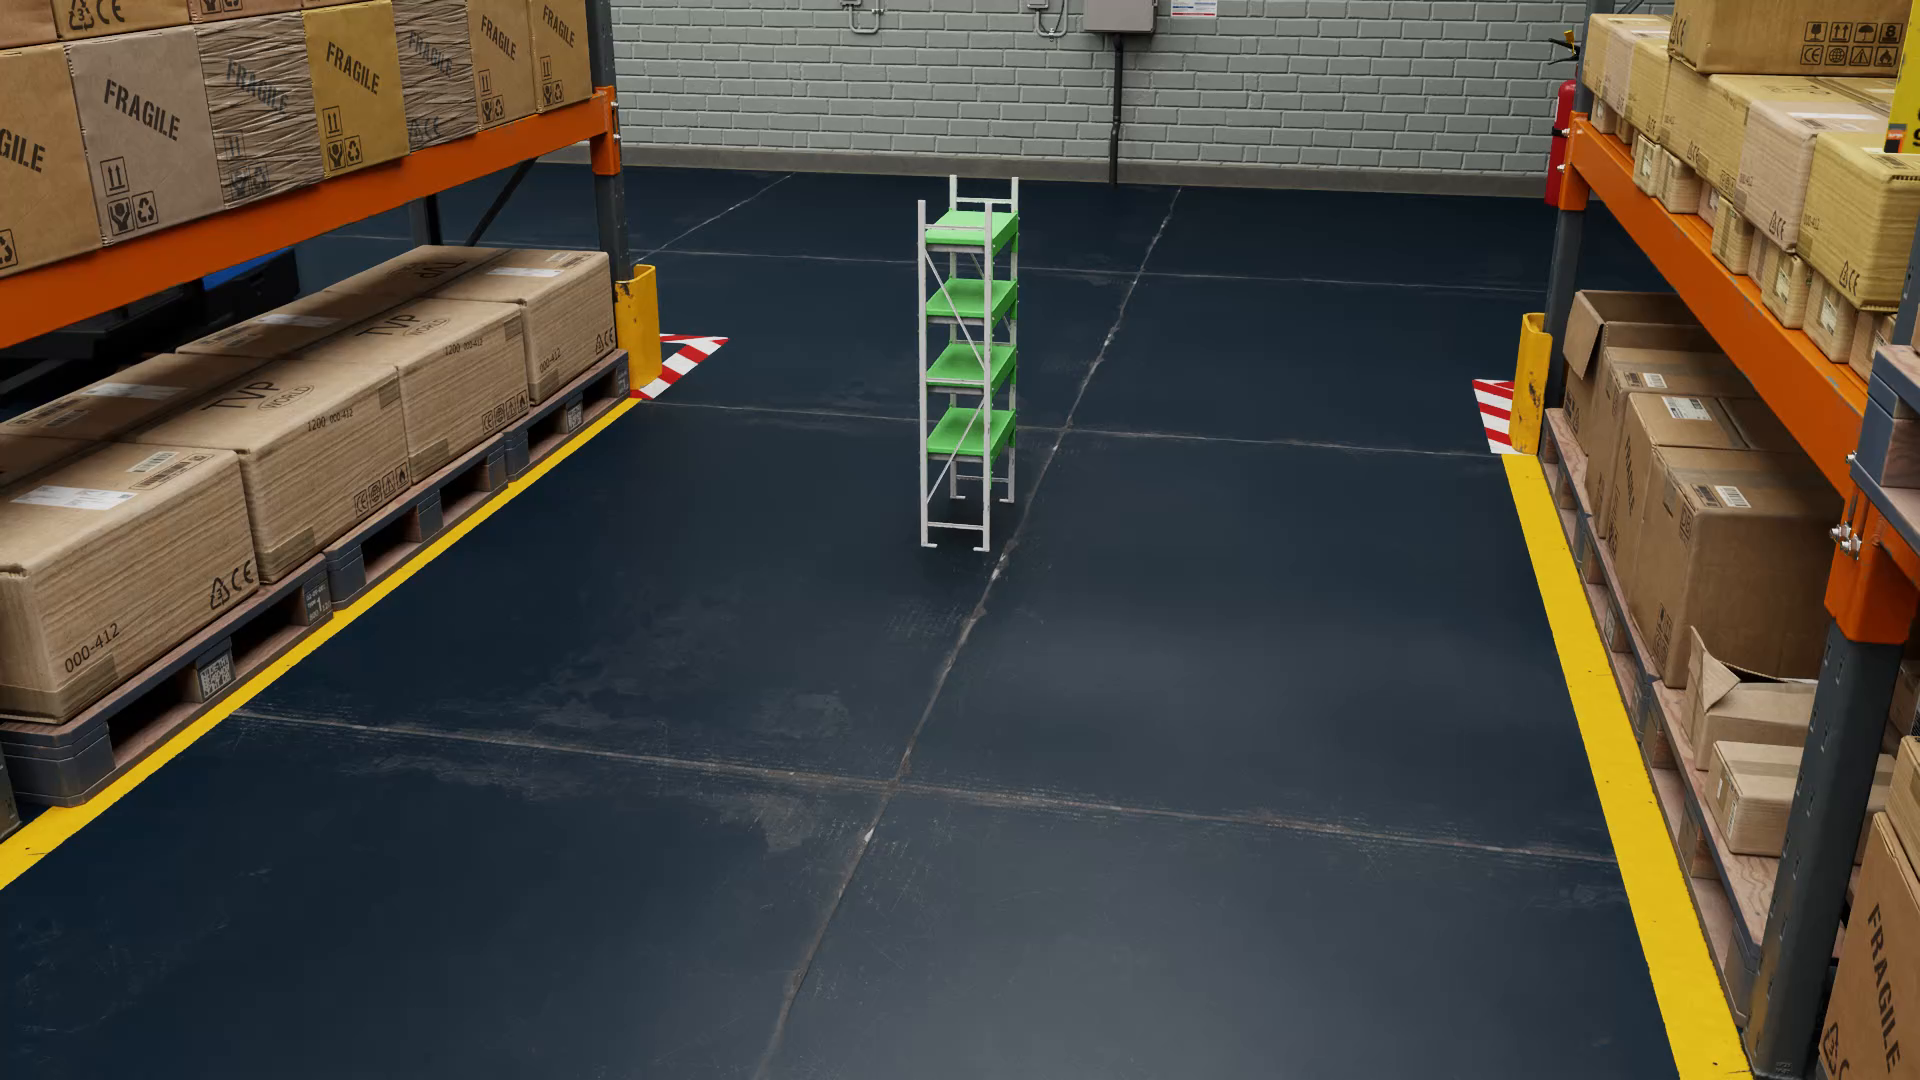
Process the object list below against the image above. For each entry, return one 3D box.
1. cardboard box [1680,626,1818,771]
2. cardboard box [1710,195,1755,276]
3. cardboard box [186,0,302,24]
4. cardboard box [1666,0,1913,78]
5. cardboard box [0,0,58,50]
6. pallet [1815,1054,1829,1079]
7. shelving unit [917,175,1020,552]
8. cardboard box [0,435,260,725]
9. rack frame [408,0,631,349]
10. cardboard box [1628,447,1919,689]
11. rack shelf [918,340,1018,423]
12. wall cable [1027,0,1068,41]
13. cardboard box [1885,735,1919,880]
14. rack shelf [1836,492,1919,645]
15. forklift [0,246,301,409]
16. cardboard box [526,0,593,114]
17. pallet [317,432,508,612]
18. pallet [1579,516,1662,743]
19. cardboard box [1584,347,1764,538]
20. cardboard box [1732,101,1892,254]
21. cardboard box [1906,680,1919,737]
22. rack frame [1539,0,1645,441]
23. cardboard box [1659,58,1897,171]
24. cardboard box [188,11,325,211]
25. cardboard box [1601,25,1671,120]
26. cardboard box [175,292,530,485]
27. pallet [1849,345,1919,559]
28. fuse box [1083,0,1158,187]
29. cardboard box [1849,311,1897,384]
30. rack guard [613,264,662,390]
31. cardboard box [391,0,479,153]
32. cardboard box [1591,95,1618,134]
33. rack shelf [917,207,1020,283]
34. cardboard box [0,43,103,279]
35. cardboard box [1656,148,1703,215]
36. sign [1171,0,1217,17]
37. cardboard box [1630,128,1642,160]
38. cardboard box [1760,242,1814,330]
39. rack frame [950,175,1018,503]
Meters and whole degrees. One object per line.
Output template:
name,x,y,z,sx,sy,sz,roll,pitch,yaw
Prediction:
cardboard box,1.948,0.394,3.958,0.396,0.266,0.258,5,23,13
cardboard box,2.033,-0.725,3.976,0.380,0.149,0.250,4,22,10
cardboard box,-2.252,-1.736,4.678,0.500,0.500,0.500,5,22,12
cardboard box,2.203,-1.508,4.381,0.500,0.500,0.500,5,22,12
cardboard box,-2.477,-1.366,3.757,0.500,0.500,0.500,5,22,11
pallet,1.920,1.271,2.415,1.003,0.211,1.213,4,22,11
shelving unit,0.034,-0.617,5.780,0.258,1.200,0.503,4,22,11
cardboard box,-2.578,0.072,4.526,0.875,0.438,0.875,4,22,10
rack frame,-1.995,-2.163,7.208,1.000,3.000,0.127,4,22,11
cardboard box,2.223,0.085,4.412,0.700,0.500,0.500,4,22,9
rack shelf,0.034,-0.558,5.804,0.258,0.148,0.480,4,22,11
wall cable,0.524,-4.594,11.885,0.588,1.984,0.122,4,22,11
cardboard box,1.715,0.452,2.632,0.380,0.149,0.250,6,23,13
rack shelf,1.641,0.742,0.958,1.077,0.370,4.000,4,22,11
forklift,-4.158,-2.105,7.157,1.130,2.935,3.031,1,22,3
cardboard box,-1.834,-2.012,6.702,0.500,0.500,0.500,5,22,11
pallet,-2.333,-0.126,5.884,1.003,0.211,1.213,4,22,11
pallet,2.437,0.272,4.896,1.003,0.211,1.213,4,22,11
cardboard box,2.435,-0.295,5.354,0.700,0.500,0.500,5,23,13
cardboard box,2.002,-0.780,3.579,0.500,0.250,0.500,5,22,11
cardboard box,2.415,0.506,3.619,0.500,0.311,0.500,5,23,13
rack frame,2.865,-1.786,6.272,1.000,3.000,0.127,4,22,11
cardboard box,2.222,-1.150,4.496,0.500,0.250,0.500,4,22,10
cardboard box,-2.245,-1.263,4.841,0.500,0.500,0.500,5,22,11
cardboard box,2.406,-1.524,5.426,0.500,0.250,0.500,5,22,11
cardboard box,-2.210,-0.585,6.158,0.875,0.438,0.875,5,22,12
pallet,1.779,0.050,1.971,1.003,0.211,1.213,4,22,11
fuse box,1.160,-3.416,12.044,0.539,1.711,0.414,4,22,11
cardboard box,1.867,-0.342,3.024,0.380,0.149,0.250,5,22,12
rack guard,-1.990,-1.012,7.697,1.175,0.500,0.348,4,22,11
cardboard box,-2.047,-1.641,5.780,0.500,0.500,0.500,5,22,12
cardboard box,2.529,-1.570,6.073,0.380,0.149,0.250,4,22,11
rack shelf,0.034,-1.003,5.624,0.258,0.148,0.480,4,22,11
cardboard box,-2.459,-0.898,3.934,0.500,0.500,0.500,5,23,13
cardboard box,2.184,-1.005,4.669,0.380,0.149,0.250,5,22,12
sign,1.685,-4.007,11.915,0.329,0.494,0.001,4,22,11
cardboard box,2.392,-1.287,5.370,0.380,0.149,0.250,5,23,13
cardboard box,1.928,-0.536,3.505,0.380,0.149,0.250,5,22,12
rack frame,0.084,-0.706,6.001,0.240,1.200,0.015,4,22,11
